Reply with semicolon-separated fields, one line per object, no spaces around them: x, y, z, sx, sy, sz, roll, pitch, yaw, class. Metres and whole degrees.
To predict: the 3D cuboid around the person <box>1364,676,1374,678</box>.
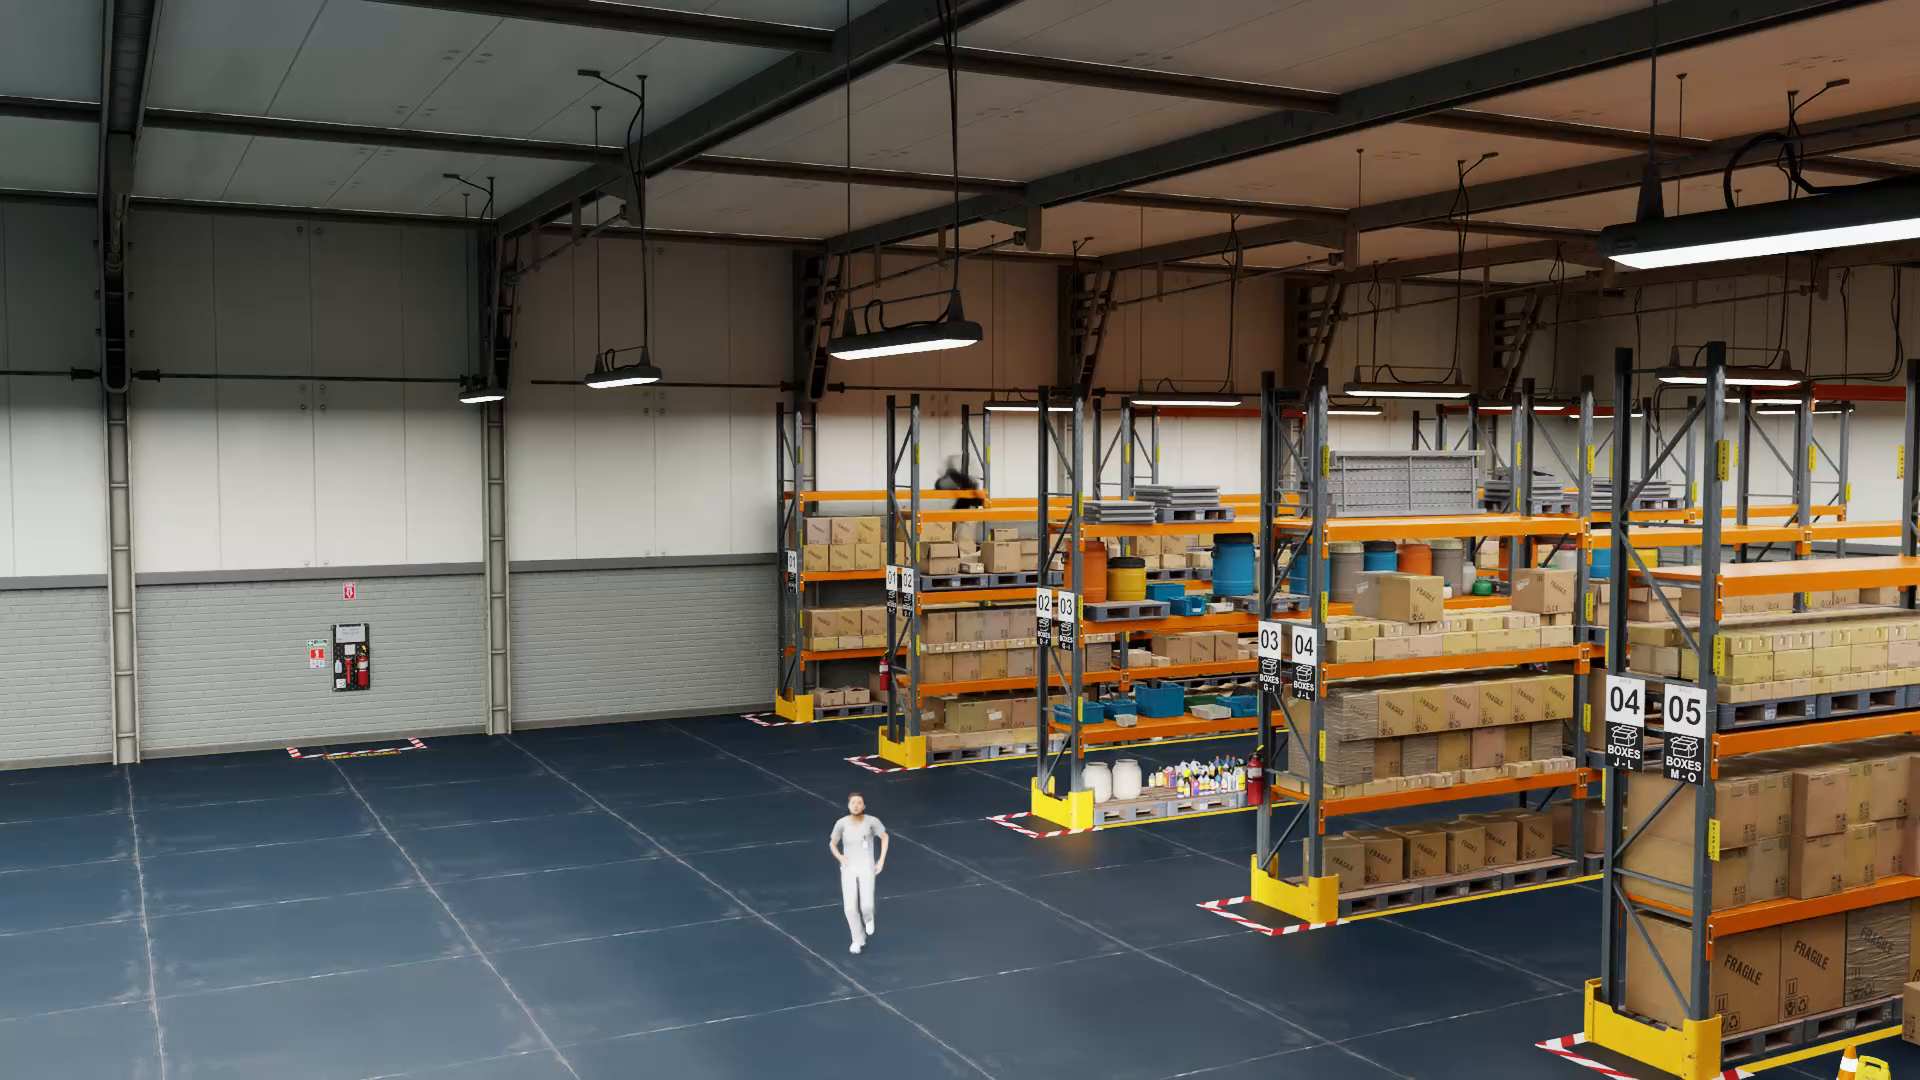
6.633;2.770;27.357;0.826;1.716;0.552;-2;4;-27;person

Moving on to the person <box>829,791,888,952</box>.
-1.040;3.387;17.015;0.601;1.636;0.578;0;3;1;person
